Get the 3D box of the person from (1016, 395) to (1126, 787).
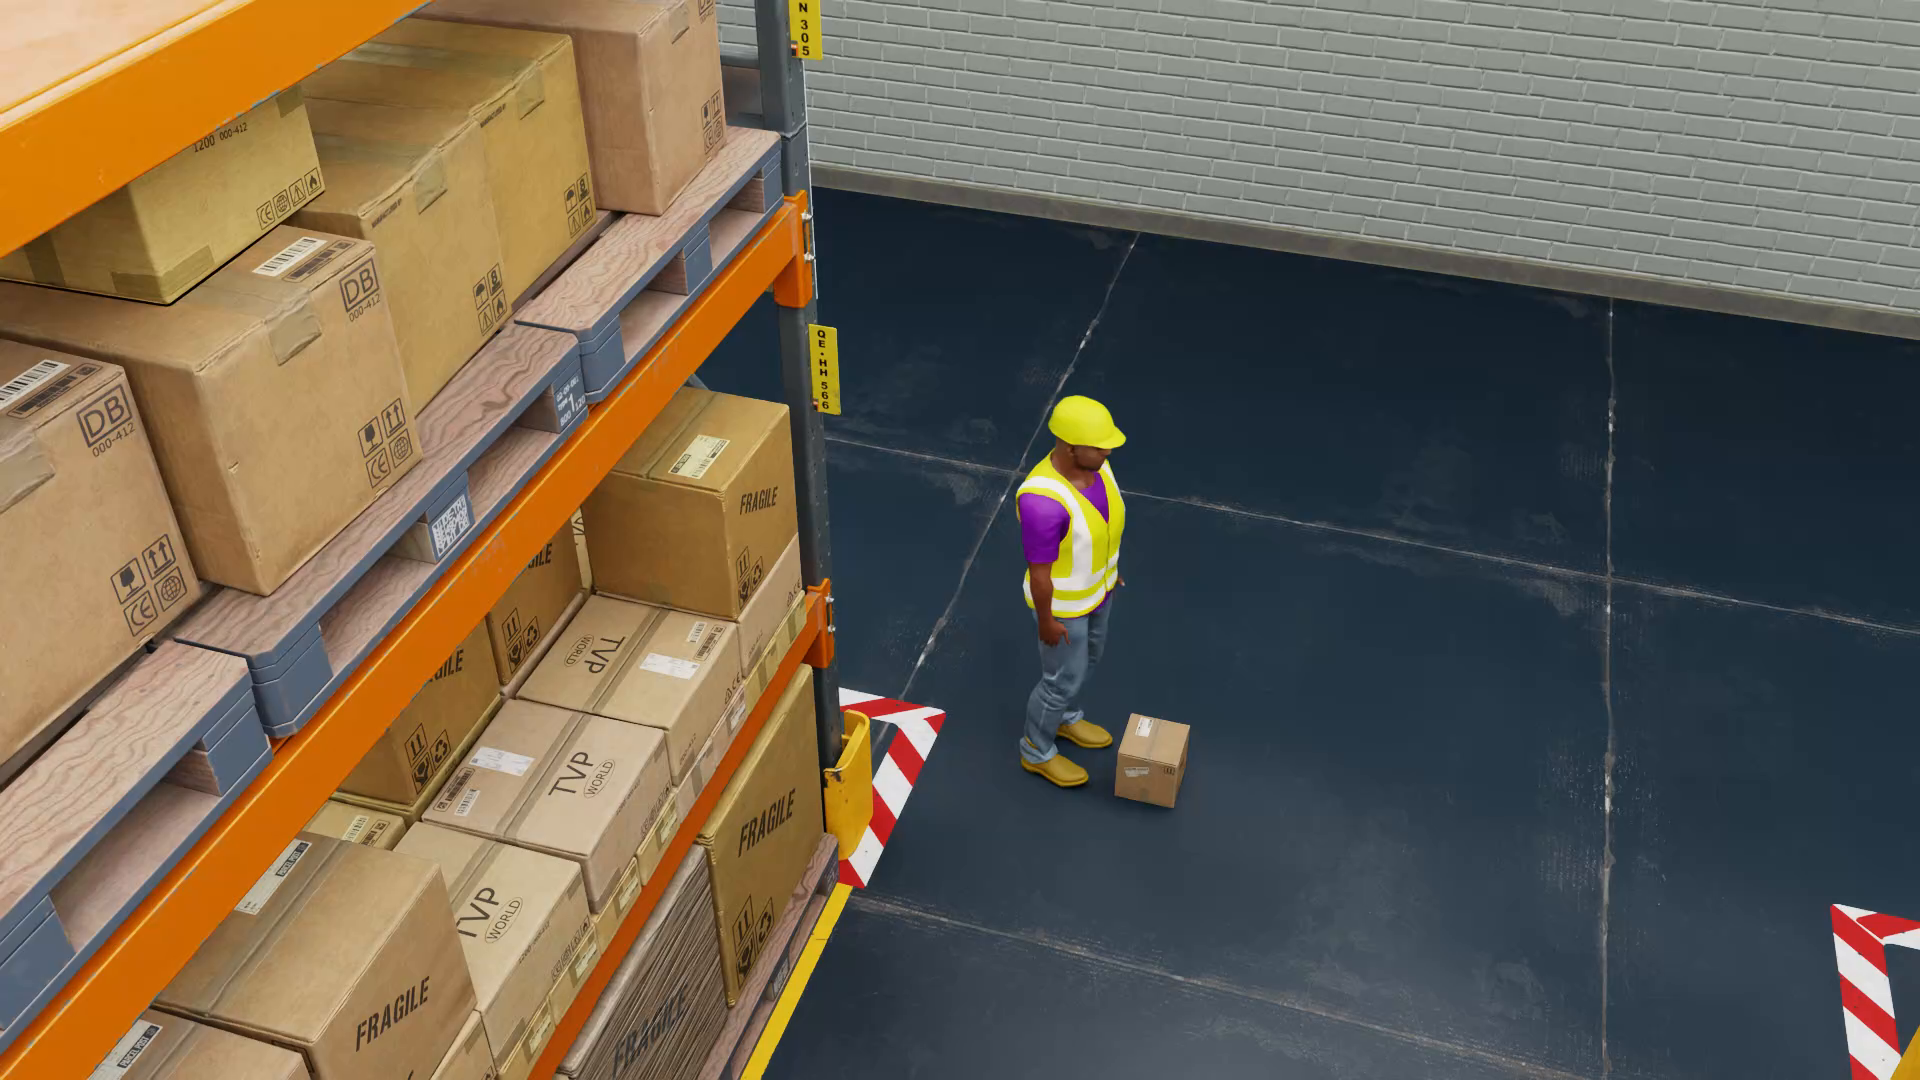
[{"bbox_3d":[0.449,0.193,6.617,0.365,1.763,0.565,19,41,23],"label":"person"}]
